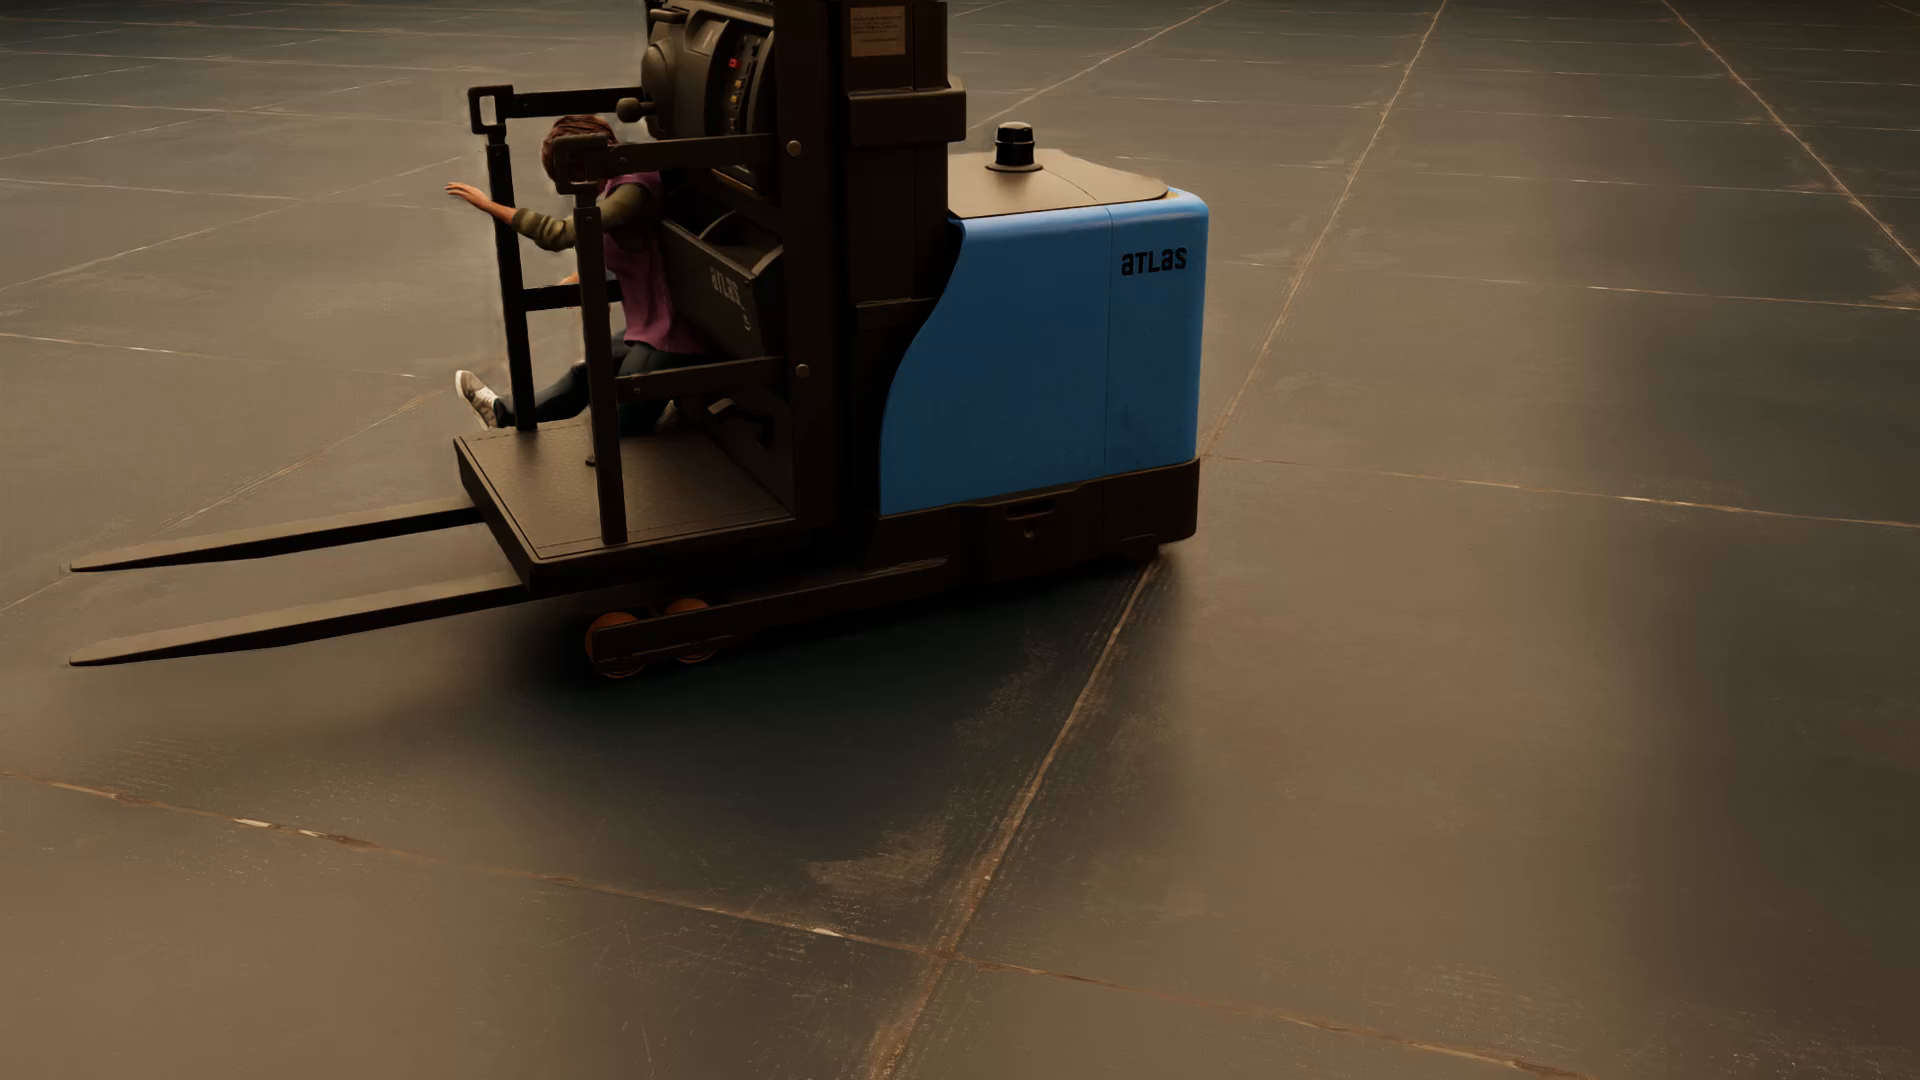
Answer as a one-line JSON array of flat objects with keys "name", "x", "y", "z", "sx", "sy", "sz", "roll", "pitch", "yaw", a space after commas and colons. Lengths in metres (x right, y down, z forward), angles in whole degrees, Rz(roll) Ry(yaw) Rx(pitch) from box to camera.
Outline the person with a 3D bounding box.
[{"name": "person", "x": -1.150, "y": -0.647, "z": 5.042, "sx": 1.051, "sy": 1.235, "sz": 0.911, "roll": 0, "pitch": 22, "yaw": 1}]

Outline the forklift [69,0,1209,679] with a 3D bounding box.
[{"name": "forklift", "x": -0.843, "y": -1.230, "z": 4.259, "sx": 3.031, "sy": 2.935, "sz": 1.130, "roll": -11, "pitch": 25, "yaw": -24}]
